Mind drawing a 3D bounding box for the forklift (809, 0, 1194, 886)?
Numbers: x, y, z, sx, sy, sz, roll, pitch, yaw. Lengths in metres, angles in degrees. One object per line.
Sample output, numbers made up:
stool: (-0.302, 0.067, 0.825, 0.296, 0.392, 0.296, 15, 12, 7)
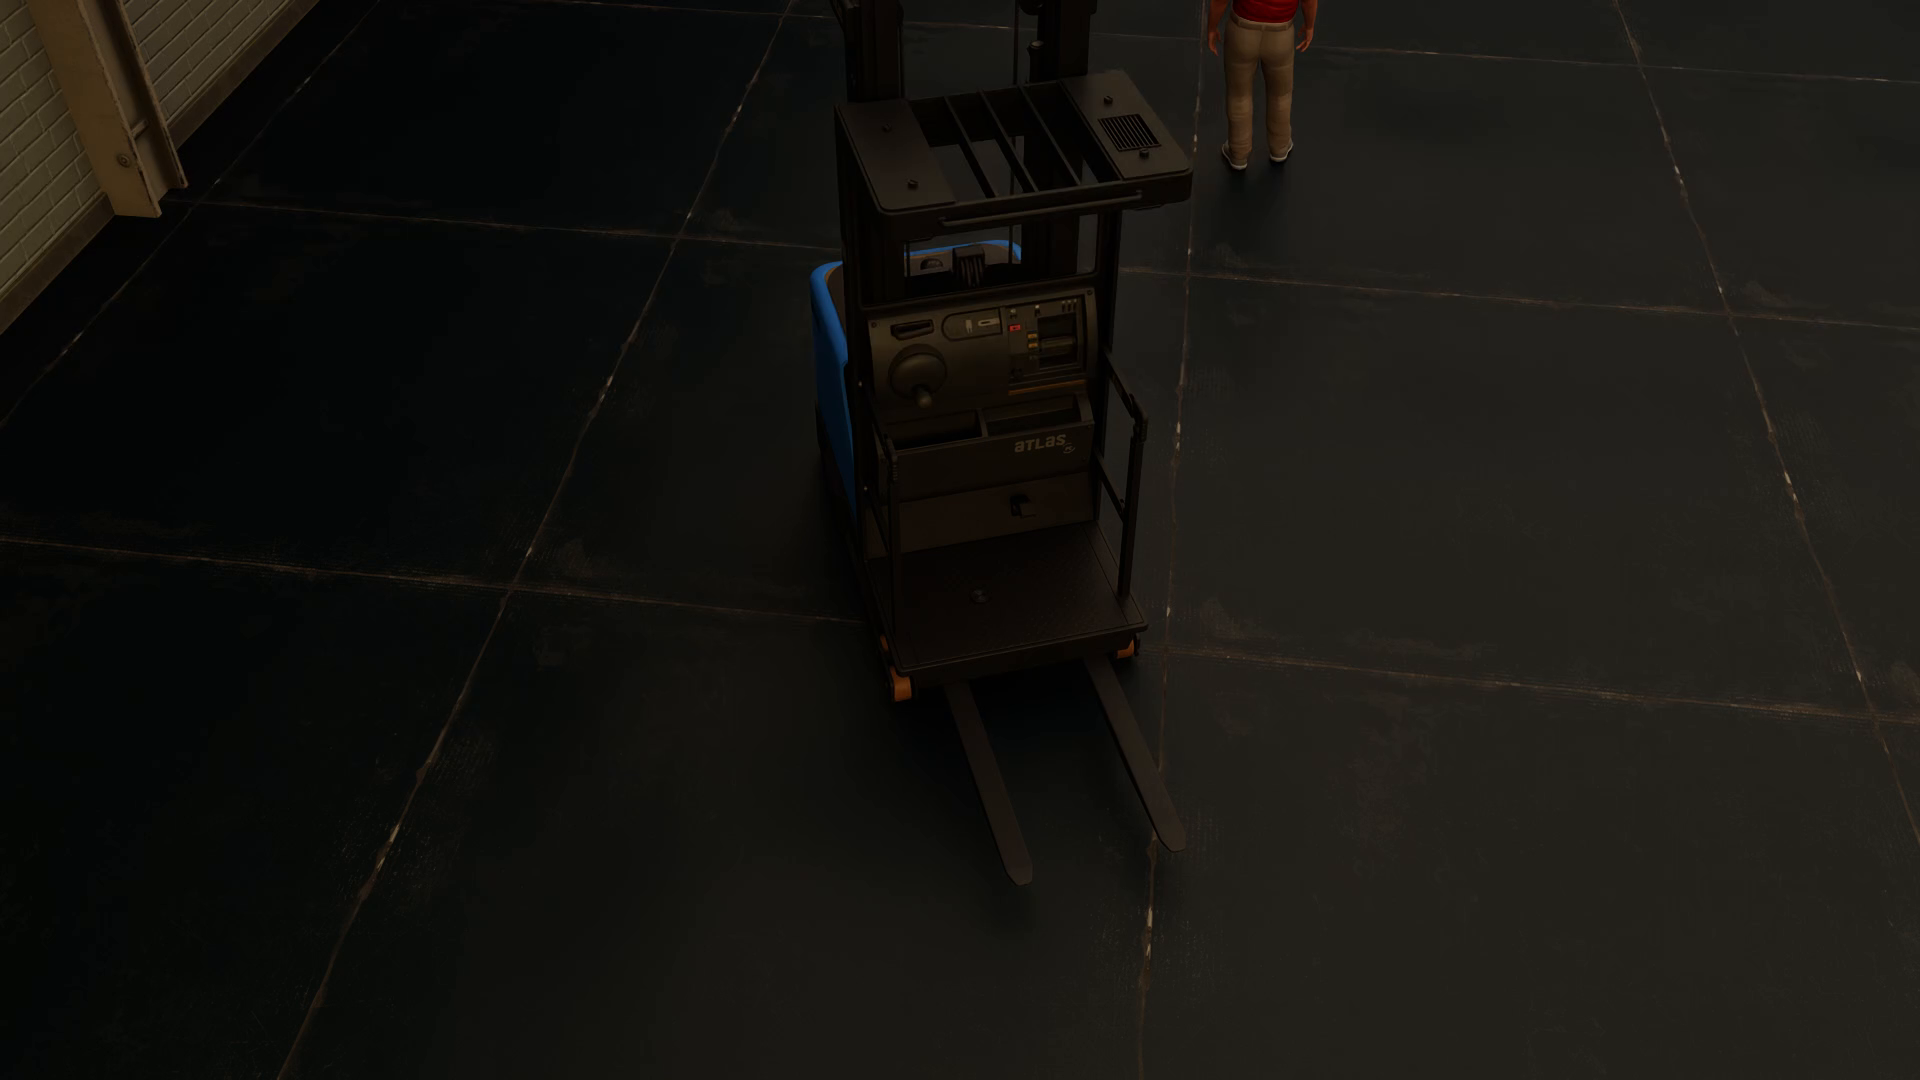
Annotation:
forklift: (0.153, -0.681, 6.465, 1.130, 2.935, 3.031, -10, 44, -11)

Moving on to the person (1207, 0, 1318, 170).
person: (1.787, -3.042, 9.913, 0.642, 1.728, 0.550, 3, 43, 3)
